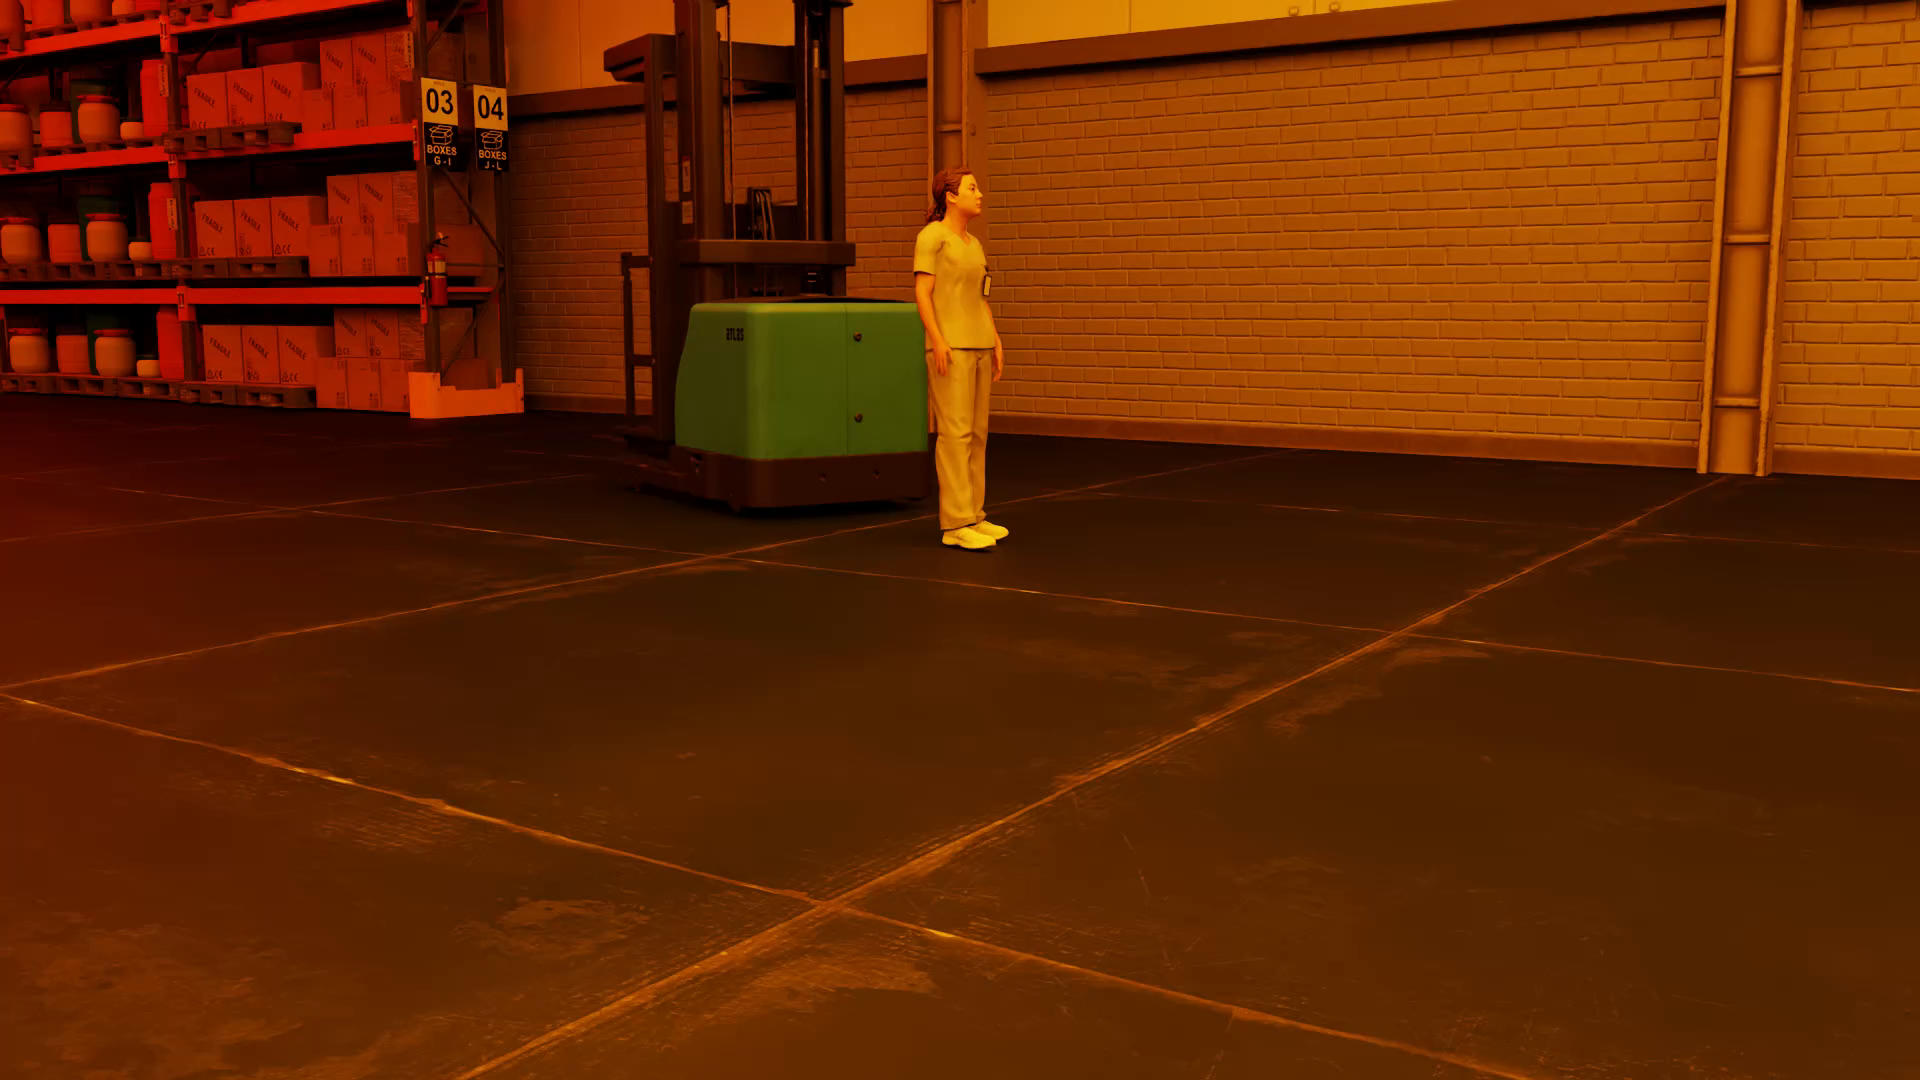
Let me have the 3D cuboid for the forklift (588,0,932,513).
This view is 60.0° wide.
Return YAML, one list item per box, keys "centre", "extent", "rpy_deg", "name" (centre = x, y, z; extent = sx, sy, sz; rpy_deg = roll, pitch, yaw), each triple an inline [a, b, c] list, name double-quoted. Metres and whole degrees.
- centre: [-1.345, -1.752, 9.513]
  extent: [1.130, 2.935, 3.031]
  rpy_deg: [-5, 9, -31]
  name: "forklift"

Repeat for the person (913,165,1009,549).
- centre: [0.054, -0.824, 7.433]
  extent: [0.548, 1.663, 0.549]
  rpy_deg: [5, 10, 34]
  name: "person"
